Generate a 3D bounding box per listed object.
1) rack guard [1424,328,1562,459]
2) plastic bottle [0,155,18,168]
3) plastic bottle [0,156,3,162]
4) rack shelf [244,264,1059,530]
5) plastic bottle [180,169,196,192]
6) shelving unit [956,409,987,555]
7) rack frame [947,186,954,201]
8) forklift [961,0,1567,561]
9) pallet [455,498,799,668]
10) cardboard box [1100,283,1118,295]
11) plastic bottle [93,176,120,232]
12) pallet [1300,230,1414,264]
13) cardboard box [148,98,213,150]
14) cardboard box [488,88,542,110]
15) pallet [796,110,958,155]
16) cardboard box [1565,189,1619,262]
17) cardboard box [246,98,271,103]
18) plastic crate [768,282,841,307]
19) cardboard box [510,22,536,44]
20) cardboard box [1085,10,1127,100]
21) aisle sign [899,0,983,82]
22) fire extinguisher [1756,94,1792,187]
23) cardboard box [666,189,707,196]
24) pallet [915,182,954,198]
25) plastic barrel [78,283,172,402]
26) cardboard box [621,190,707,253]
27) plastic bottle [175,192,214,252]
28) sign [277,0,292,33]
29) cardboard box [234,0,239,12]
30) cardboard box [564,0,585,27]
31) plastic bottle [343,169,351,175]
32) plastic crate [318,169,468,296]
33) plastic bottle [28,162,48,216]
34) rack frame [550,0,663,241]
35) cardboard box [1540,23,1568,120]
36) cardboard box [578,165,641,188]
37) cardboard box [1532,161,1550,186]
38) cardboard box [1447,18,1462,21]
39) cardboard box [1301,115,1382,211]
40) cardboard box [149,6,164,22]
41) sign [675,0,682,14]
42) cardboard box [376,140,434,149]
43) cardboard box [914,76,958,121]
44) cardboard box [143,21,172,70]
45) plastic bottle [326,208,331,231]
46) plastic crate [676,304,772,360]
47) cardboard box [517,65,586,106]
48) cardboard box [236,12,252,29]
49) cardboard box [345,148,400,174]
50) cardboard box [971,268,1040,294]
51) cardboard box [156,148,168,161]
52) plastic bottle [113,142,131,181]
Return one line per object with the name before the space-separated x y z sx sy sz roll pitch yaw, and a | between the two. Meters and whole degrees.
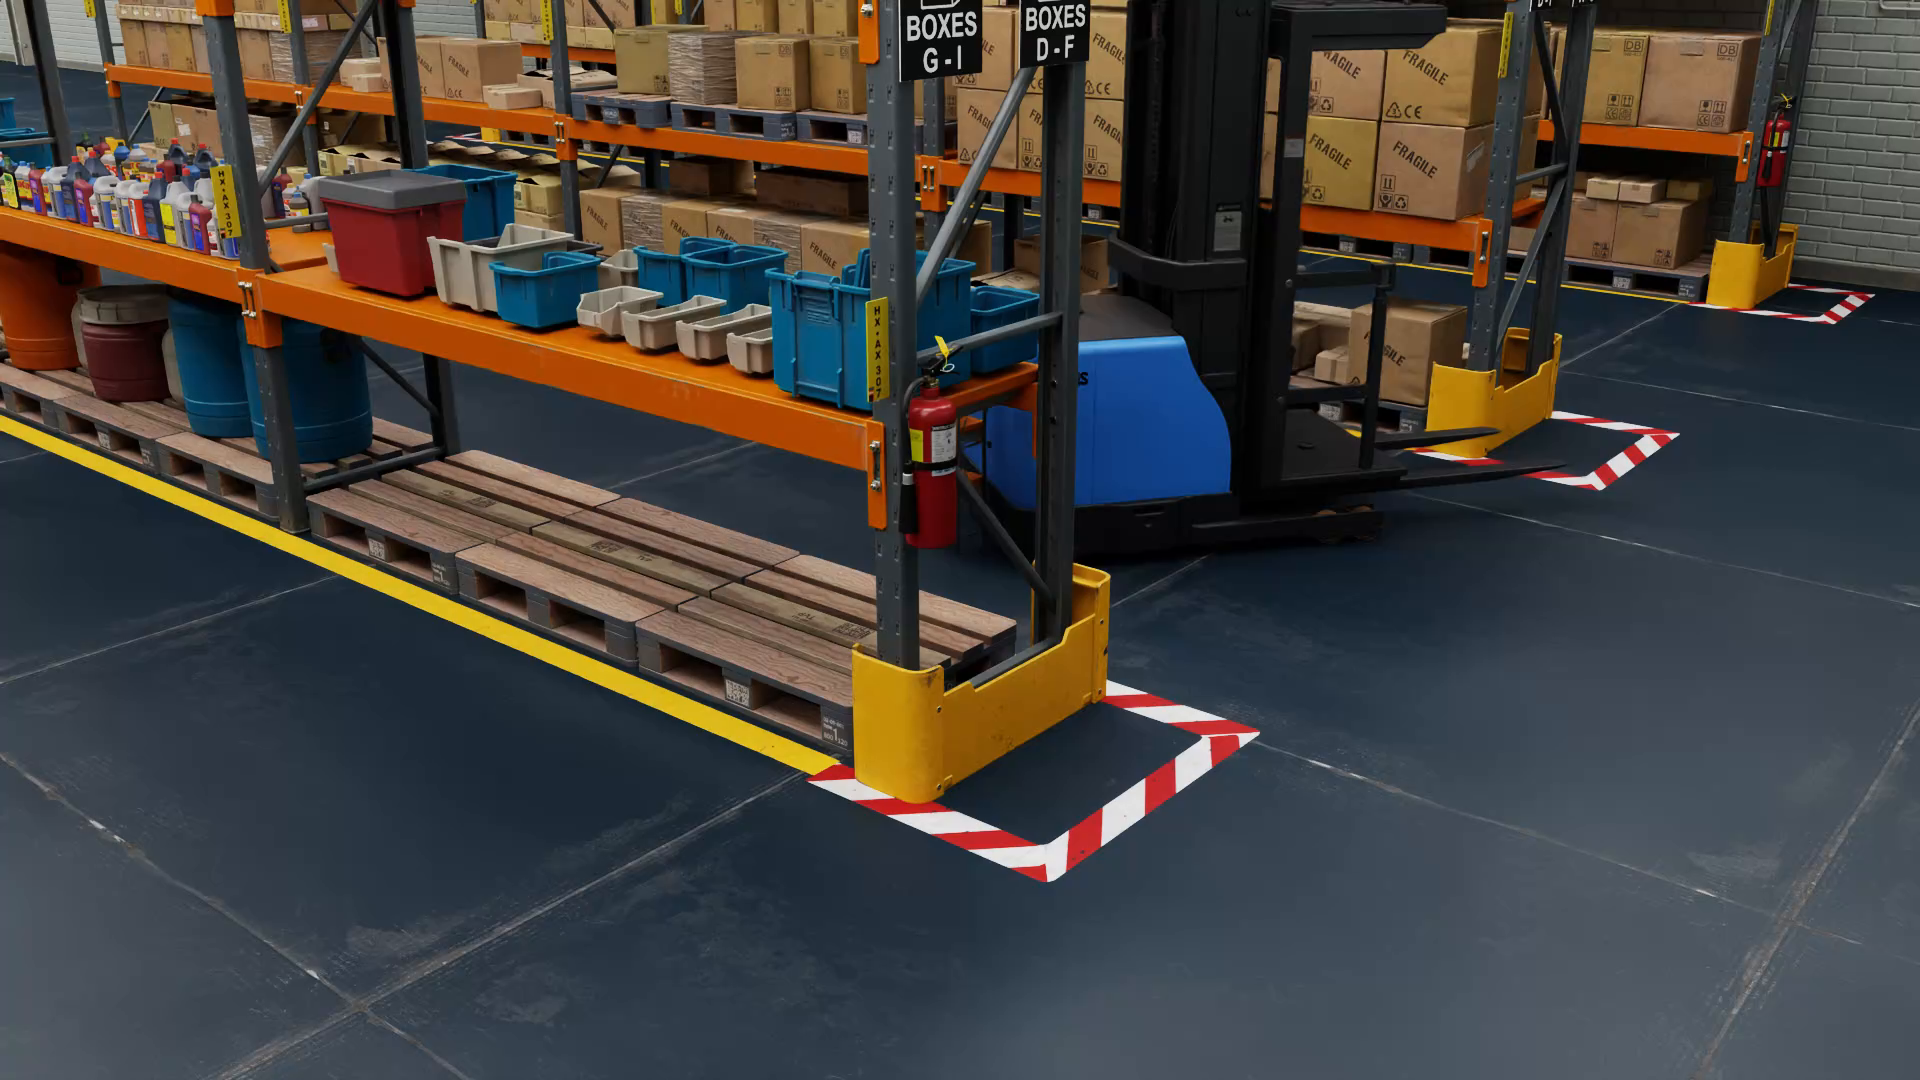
rack guard | 3.150 -0.881 9.796 0.348 0.500 1.175 16 26 36
plastic bottle | -5.523 -2.100 9.669 0.097 0.271 0.097 0 21 0
plastic bottle | -5.634 -2.119 9.713 0.135 0.276 0.152 16 26 36
rack shelf | -1.475 -0.790 7.032 4.000 0.370 1.077 16 26 36
plastic bottle | -3.996 -1.746 8.618 0.185 0.351 0.144 16 26 36
shelving unit | -0.034 -0.475 7.940 0.252 1.050 0.215 18 27 40
rack frame | 0.141 -5.174 17.637 0.127 3.000 1.000 16 26 36
forklift | 1.581 -1.524 8.056 3.031 2.935 1.130 -6 21 -14
pallet | -1.481 0.157 7.452 1.213 0.211 1.003 16 26 36
cardboard box | 1.312 -1.657 11.499 0.500 0.311 0.500 16 26 36
plastic bottle | -4.492 -1.790 8.840 0.135 0.276 0.152 16 26 36
pallet | 3.779 -2.785 15.255 1.213 0.211 1.003 16 26 36
cardboard box | -8.523 -4.573 18.282 0.500 0.500 0.500 16 26 36
cardboard box | -3.860 -3.826 14.420 0.250 0.149 0.380 16 26 36
pallet | -0.440 -3.045 12.263 1.213 0.211 1.003 16 26 36
cardboard box | 5.345 -2.656 13.908 0.500 0.500 0.700 16 26 36
cardboard box | -7.799 -4.607 18.373 0.500 0.500 0.500 16 26 36
plastic crate | -0.631 -0.976 6.794 0.298 0.136 0.250 16 26 36
cardboard box | -5.469 -6.590 21.577 0.500 0.250 0.500 15 25 35
cardboard box | 1.095 -3.029 10.391 0.500 0.500 0.500 15 25 35
aisle sign | -0.055 -1.801 5.008 0.004 0.787 0.394 16 26 36
fire extinguisher | 6.164 -3.018 12.559 0.183 0.674 0.296 16 26 36
cardboard box | -2.116 -2.710 14.024 0.500 0.500 0.500 17 27 38
pallet | -0.464 -4.044 18.592 1.213 0.211 1.003 16 26 36
plastic barrel | -4.859 -1.177 9.861 0.708 0.588 0.600 16 26 36
cardboard box | -2.408 -2.560 13.625 0.500 0.500 0.500 15 25 34
plastic bottle | -3.817 -1.596 8.325 0.135 0.276 0.152 16 26 36
sign | -6.437 -5.001 15.840 0.005 0.325 0.100 16 26 36
cardboard box | -7.215 -5.686 17.016 0.500 0.500 0.700 16 26 36
cardboard box | -4.697 -6.718 20.853 0.500 0.500 0.500 17 27 38
plastic bottle | -3.124 -1.726 8.564 0.185 0.351 0.144 16 26 36
plastic crate | -2.491 -1.363 7.357 0.583 0.464 0.402 16 26 36
plastic bottle | -5.126 -1.956 9.268 0.133 0.283 0.061 16 26 36
rack frame | -2.989 -3.819 14.043 0.127 3.000 1.000 16 26 36
cardboard box | 4.781 -3.972 14.025 0.700 0.700 0.980 15 25 34
cardboard box | -3.209 -3.188 14.878 0.500 0.311 0.500 17 27 38
cardboard box | 4.973 -3.157 14.317 0.250 0.149 0.380 16 26 37
cardboard box | 2.622 -2.834 9.874 0.500 0.500 0.500 16 26 37
cardboard box | 2.286 -2.221 9.665 0.500 0.500 0.500 16 26 37
cardboard box | -8.426 -5.636 17.802 0.250 0.149 0.380 16 26 35
sign | -3.295 -6.321 19.452 0.005 0.325 0.100 16 26 36
cardboard box | -5.593 -3.871 16.690 0.500 0.311 0.500 16 26 36
cardboard box | -0.115 -3.336 12.028 0.500 0.500 0.700 7 22 18
cardboard box | -8.423 -5.427 18.166 0.500 0.500 0.700 17 26 38
plastic bottle | -3.319 -1.783 8.829 0.097 0.271 0.097 0 21 0
plastic crate | -0.887 -0.786 6.291 0.243 0.136 0.396 16 26 36
cardboard box | -3.559 -4.029 14.729 0.500 0.311 0.500 16 26 36
cardboard box | -7.033 -5.235 16.739 0.250 0.149 0.380 16 26 36
cardboard box | -5.540 -3.610 15.997 0.500 0.311 0.500 16 26 36
cardboard box | 0.299 -1.721 11.669 0.500 0.311 0.500 16 26 36
cardboard box | -8.522 -4.222 18.416 0.500 0.250 0.500 16 26 36
plastic bottle | -5.133 -2.306 10.214 0.097 0.271 0.097 0 21 0
